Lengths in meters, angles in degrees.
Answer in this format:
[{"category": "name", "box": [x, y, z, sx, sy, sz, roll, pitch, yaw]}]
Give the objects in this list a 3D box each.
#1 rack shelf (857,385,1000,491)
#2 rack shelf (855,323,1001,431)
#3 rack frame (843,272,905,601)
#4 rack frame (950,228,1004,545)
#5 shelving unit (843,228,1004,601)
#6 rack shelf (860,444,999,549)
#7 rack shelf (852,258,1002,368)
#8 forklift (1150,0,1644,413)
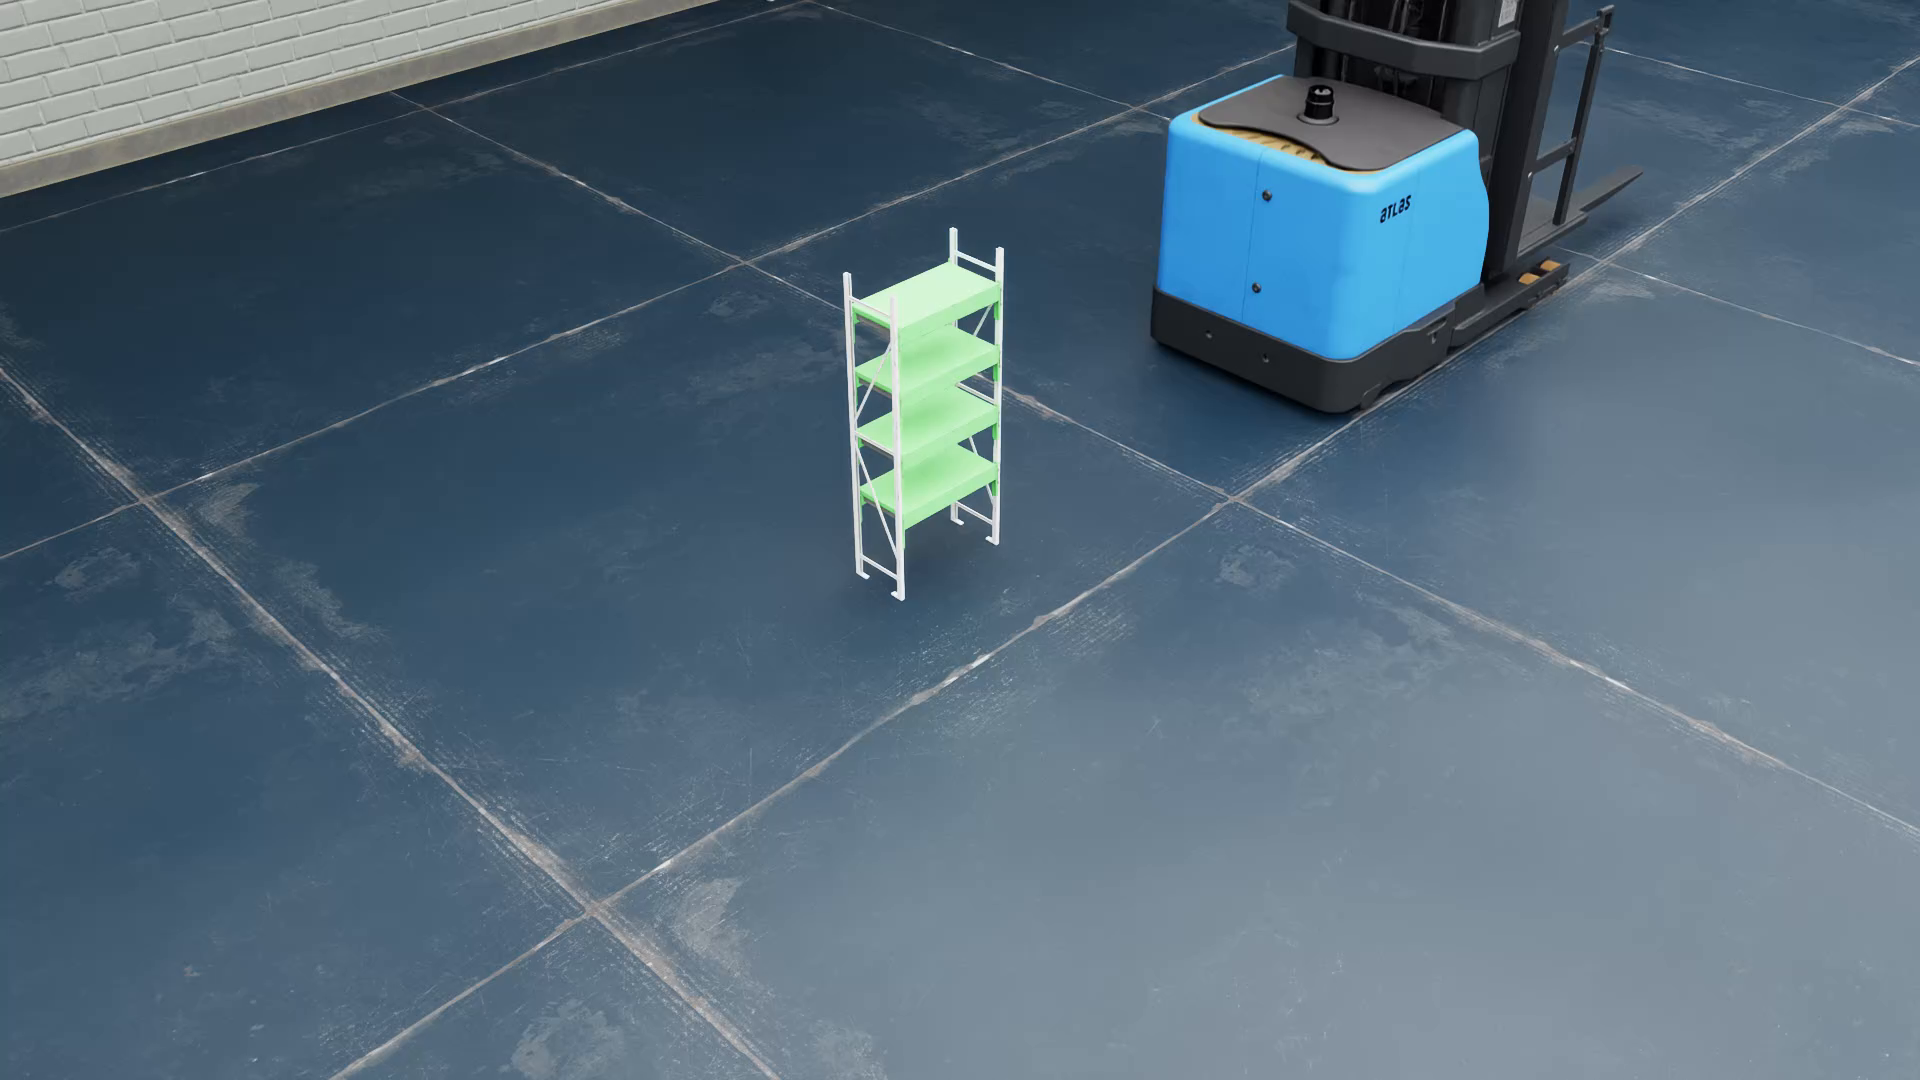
[{"category": "rack shelf", "box": [-0.117, -0.373, 5.847, 0.258, 0.148, 0.480, 30, 45, 35]}, {"category": "rack shelf", "box": [-0.117, -0.569, 5.710, 0.258, 0.148, 0.480, 30, 45, 35]}, {"category": "rack frame", "box": [-0.289, -0.326, 5.668, 0.240, 1.200, 0.015, 30, 45, 35]}, {"category": "rack frame", "box": [0.055, -0.524, 5.952, 0.240, 1.200, 0.015, 30, 45, 35]}, {"category": "shelving unit", "box": [-0.117, -0.425, 5.810, 0.258, 1.200, 0.503, 30, 45, 35]}, {"category": "rack shelf", "box": [-0.117, -0.176, 5.984, 0.258, 0.148, 0.480, 30, 45, 35]}, {"category": "rack shelf", "box": [-0.117, -0.766, 5.572, 0.258, 0.148, 0.480, 30, 45, 35]}, {"category": "forklift", "box": [2.247, -2.470, 7.229, 1.130, 2.935, 3.031, 30, 45, 35]}]
